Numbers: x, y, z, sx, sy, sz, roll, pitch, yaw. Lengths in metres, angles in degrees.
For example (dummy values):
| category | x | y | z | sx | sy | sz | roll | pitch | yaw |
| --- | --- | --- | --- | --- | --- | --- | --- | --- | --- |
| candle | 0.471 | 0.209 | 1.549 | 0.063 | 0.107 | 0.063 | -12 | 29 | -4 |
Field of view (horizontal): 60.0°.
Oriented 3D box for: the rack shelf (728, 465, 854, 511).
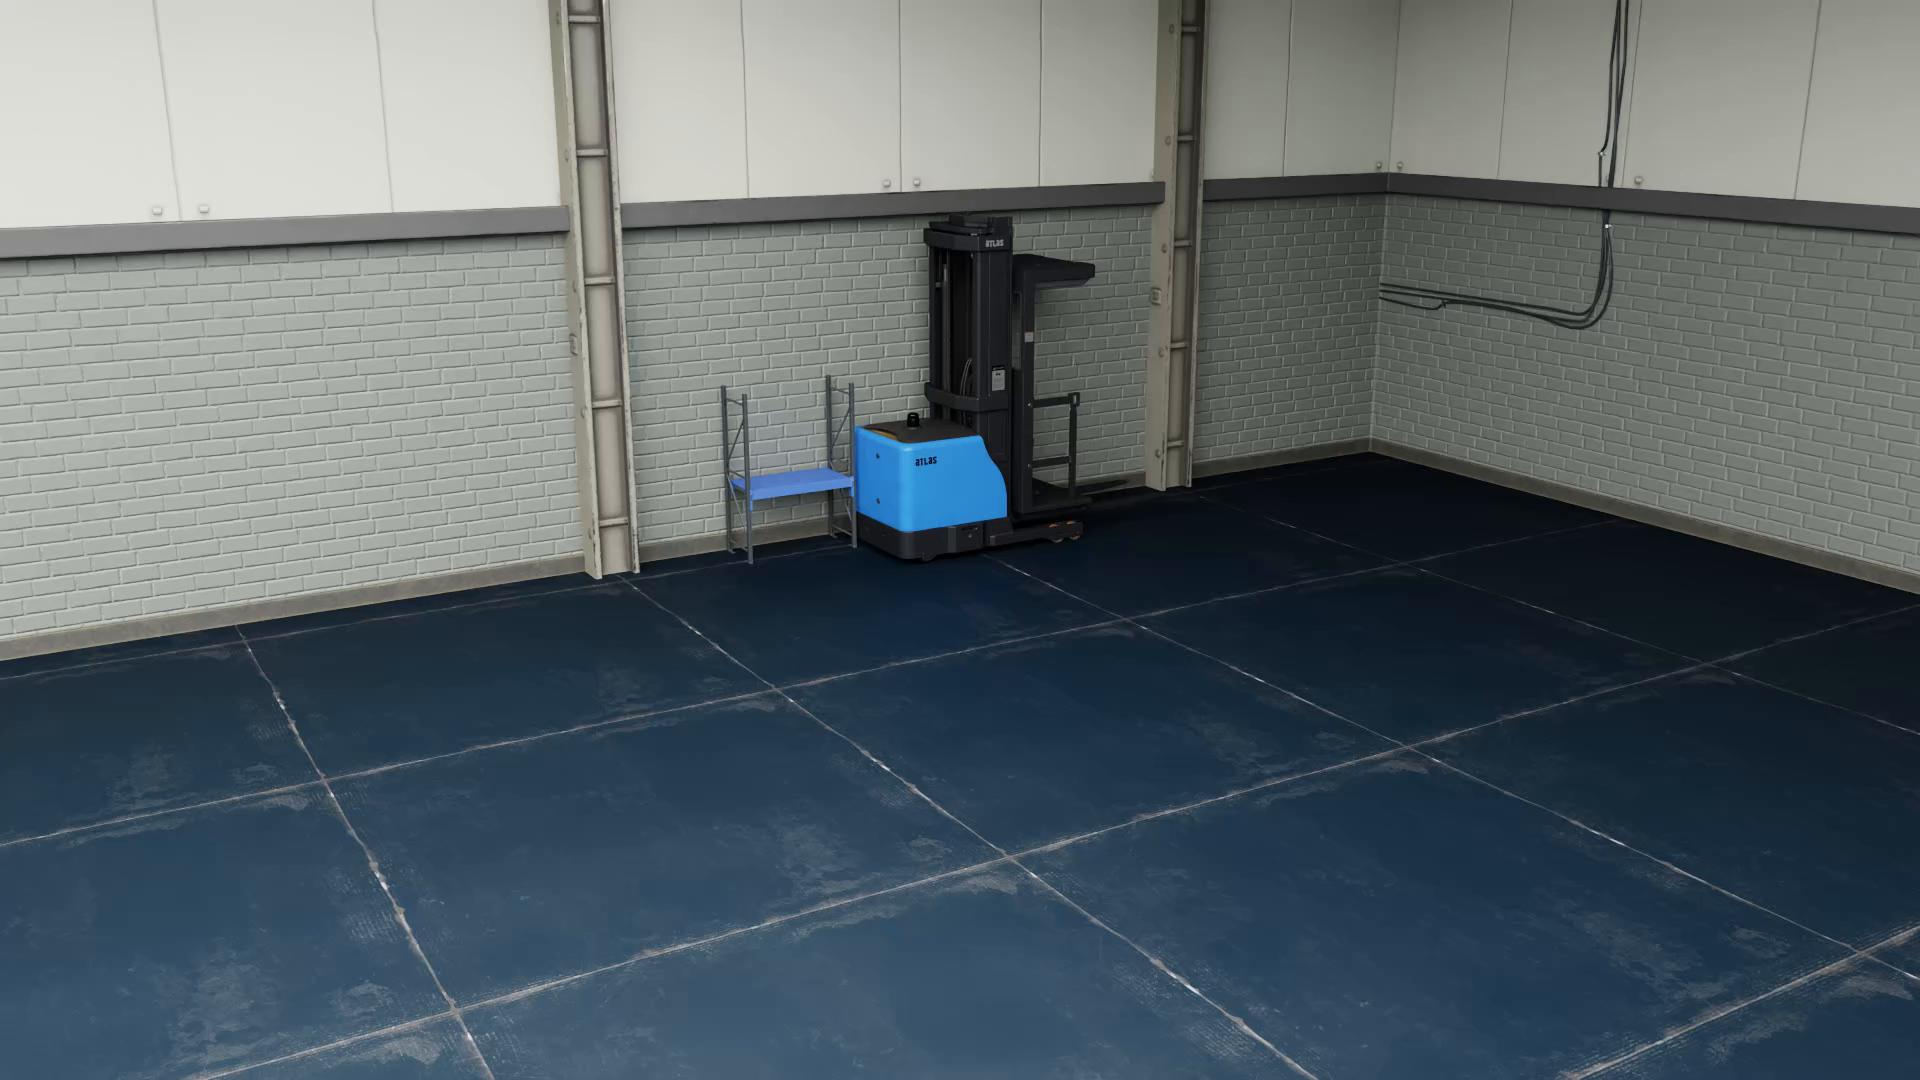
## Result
| category | x | y | z | sx | sy | sz | roll | pitch | yaw |
| --- | --- | --- | --- | --- | --- | --- | --- | --- | --- |
| rack shelf | -1.508 | -0.468 | 14.806 | 1.000 | 0.185 | 0.538 | -9 | 18 | -29 |

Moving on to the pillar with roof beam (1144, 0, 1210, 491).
| category | x | y | z | sx | sy | sz | roll | pitch | yaw |
| --- | --- | --- | --- | --- | --- | --- | --- | --- | --- |
| pillar with roof beam | 4.373 | -3.902 | 12.496 | 0.400 | 9.000 | 9.100 | -9 | 18 | -30 |

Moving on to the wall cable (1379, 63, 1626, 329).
| category | x | y | z | sx | sy | sz | roll | pitch | yaw |
| --- | --- | --- | --- | --- | --- | --- | --- | --- | --- |
| wall cable | 5.362 | -3.506 | 16.838 | 0.112 | 2.526 | 3.097 | -9 | 18 | -30 |

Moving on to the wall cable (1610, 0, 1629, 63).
| category | x | y | z | sx | sy | sz | roll | pitch | yaw |
| --- | --- | --- | --- | --- | --- | --- | --- | --- | --- |
| wall cable | 6.755 | -5.312 | 13.924 | 0.112 | 2.526 | 3.097 | -9 | 18 | -30 |

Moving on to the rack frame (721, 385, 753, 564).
| category | x | y | z | sx | sy | sz | roll | pitch | yaw |
| --- | --- | --- | --- | --- | --- | --- | --- | --- | --- |
| rack frame | -1.946 | -0.571 | 14.508 | 0.032 | 1.500 | 0.500 | -9 | 18 | -29 |

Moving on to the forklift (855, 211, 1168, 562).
| category | x | y | z | sx | sy | sz | roll | pitch | yaw |
| --- | --- | --- | --- | --- | --- | --- | --- | --- | --- |
| forklift | 0.536 | -1.500 | 15.172 | 3.031 | 2.935 | 1.130 | -9 | 18 | -30 |

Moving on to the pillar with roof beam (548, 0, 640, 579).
| category | x | y | z | sx | sy | sz | roll | pitch | yaw |
| --- | --- | --- | --- | --- | --- | --- | --- | --- | --- |
| pillar with roof beam | -0.771 | -3.068 | 9.521 | 0.400 | 9.000 | 9.100 | -9 | 18 | -30 |

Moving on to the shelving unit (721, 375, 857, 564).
| category | x | y | z | sx | sy | sz | roll | pitch | yaw |
| --- | --- | --- | --- | --- | --- | --- | --- | --- | --- |
| shelving unit | -1.508 | -0.641 | 14.758 | 1.048 | 1.500 | 0.538 | -9 | 18 | -29 |

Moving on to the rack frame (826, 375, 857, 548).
| category | x | y | z | sx | sy | sz | roll | pitch | yaw |
| --- | --- | --- | --- | --- | --- | --- | --- | --- | --- |
| rack frame | -1.071 | -0.711 | 15.008 | 0.032 | 1.500 | 0.500 | -9 | 18 | -29 |
